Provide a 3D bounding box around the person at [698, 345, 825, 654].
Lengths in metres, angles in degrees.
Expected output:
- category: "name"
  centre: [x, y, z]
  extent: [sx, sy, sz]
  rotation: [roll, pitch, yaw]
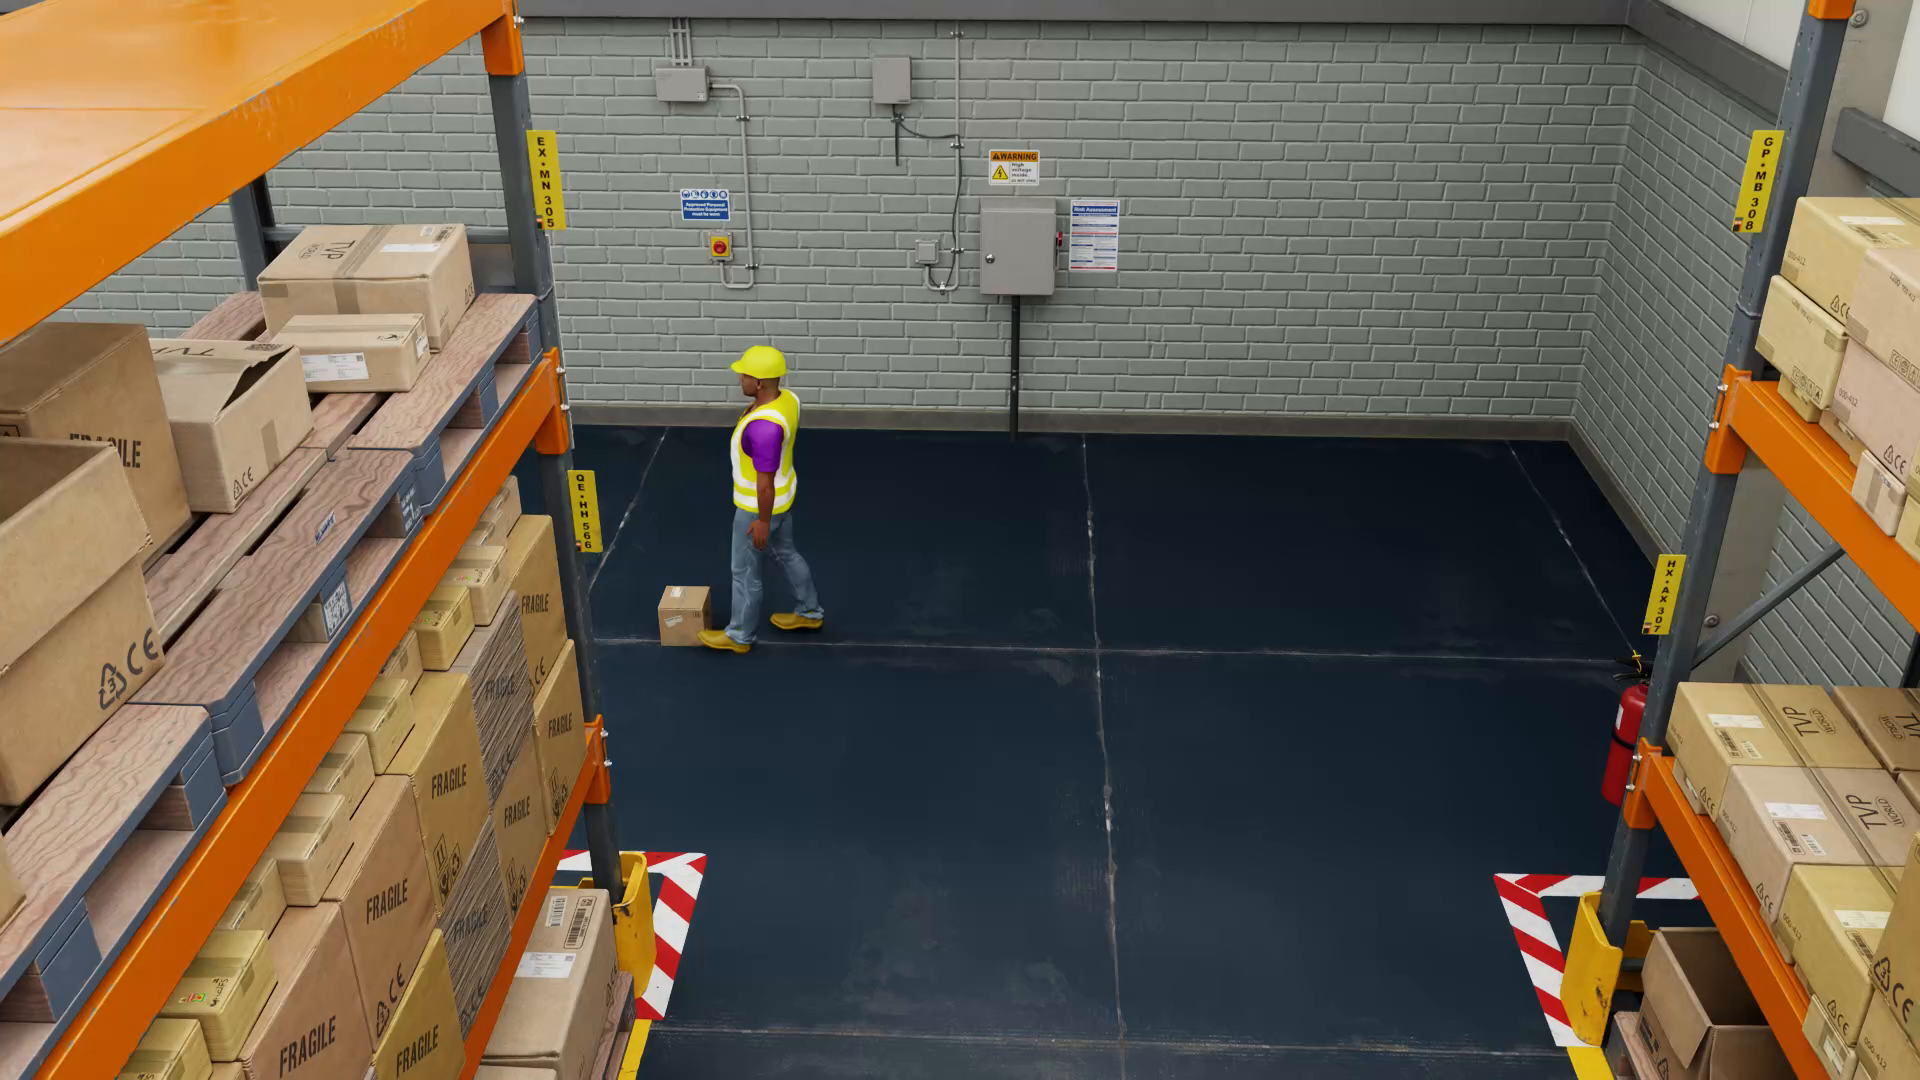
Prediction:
- category: "person"
  centre: [-1.118, -0.222, 9.019]
  extent: [0.673, 1.768, 0.561]
  rotation: [4, 28, 7]
